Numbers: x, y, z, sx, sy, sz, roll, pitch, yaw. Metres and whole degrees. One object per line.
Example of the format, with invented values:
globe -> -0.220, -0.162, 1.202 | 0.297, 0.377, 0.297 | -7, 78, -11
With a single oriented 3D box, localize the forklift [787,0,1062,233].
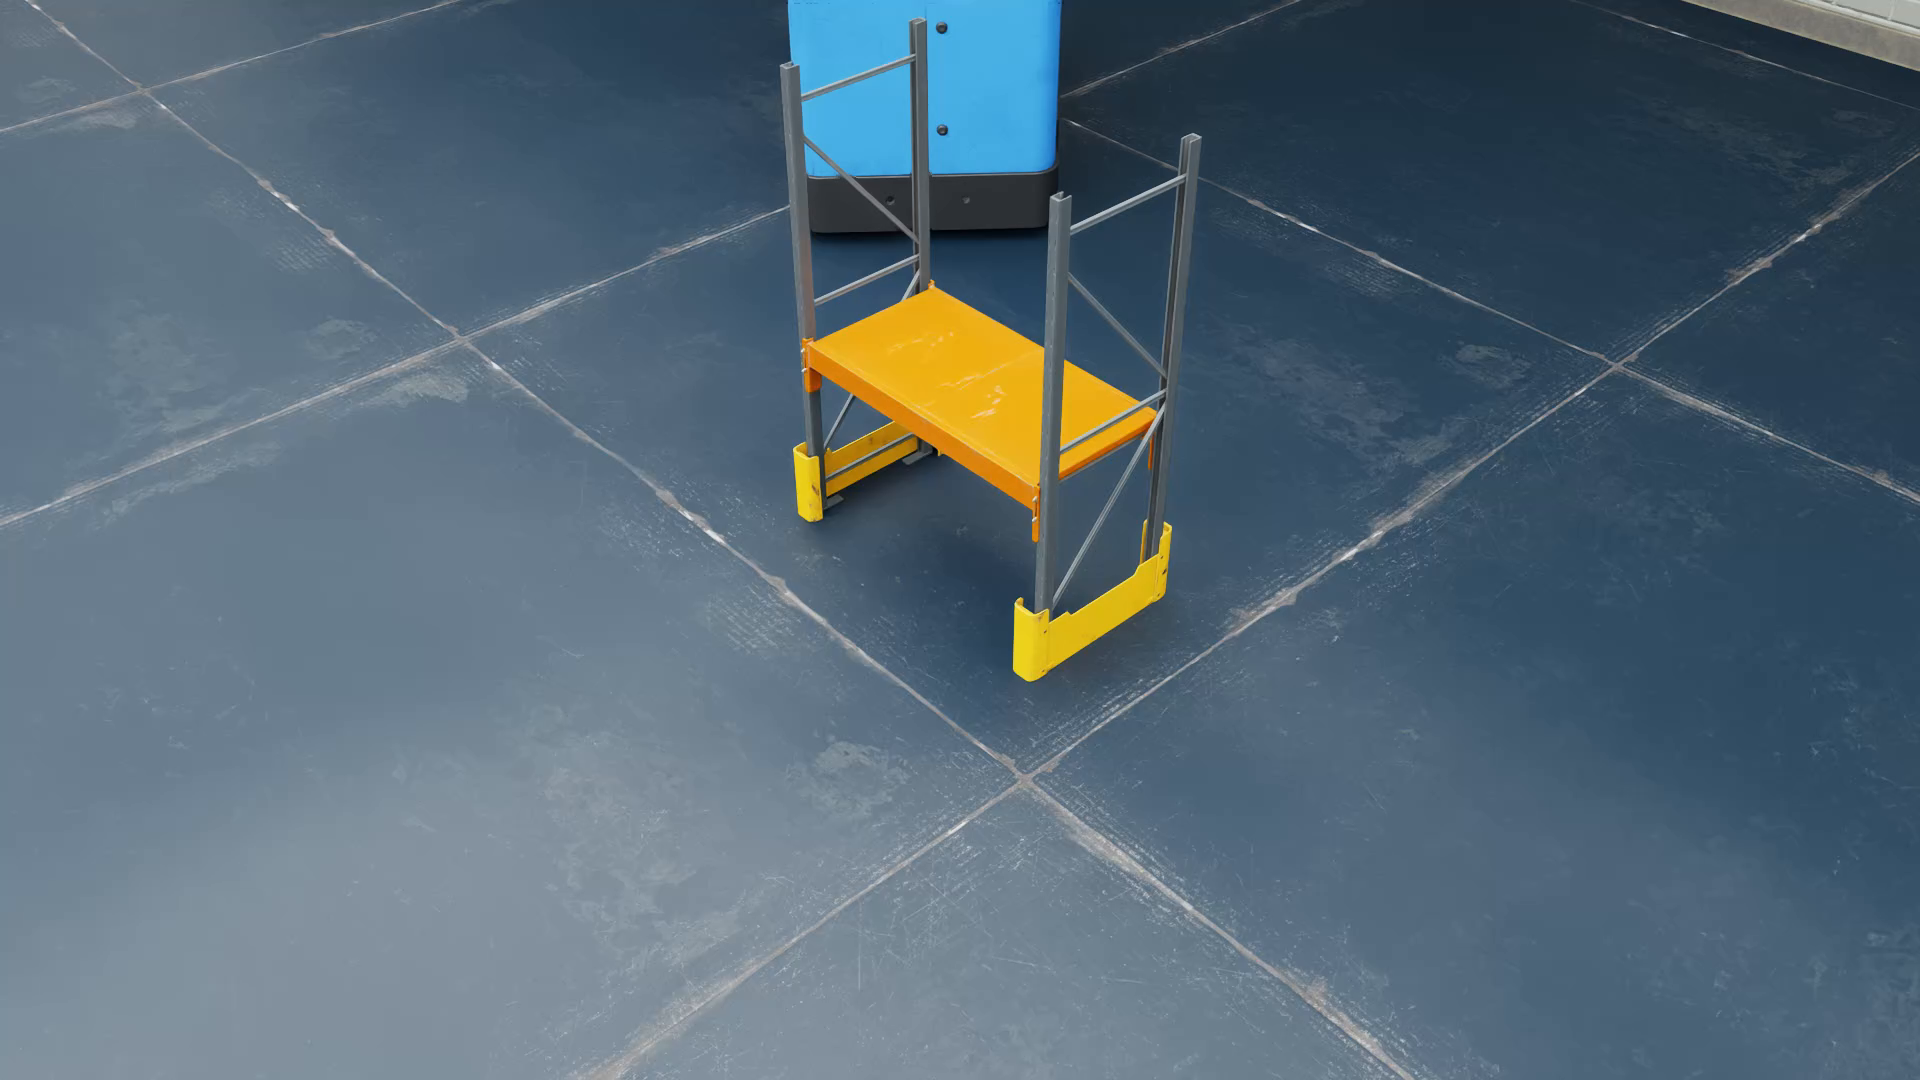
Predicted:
forklift -> -0.198, -3.276, 6.974 | 1.130, 2.935, 3.031 | -2, 39, -2

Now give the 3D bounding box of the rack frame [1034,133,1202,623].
rack frame -> 0.402, -0.309, 4.439 | 0.500, 1.500, 0.032 | -30, 48, -32

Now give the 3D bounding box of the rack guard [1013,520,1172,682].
rack guard -> 0.388, 0.169, 4.842 | 0.587, 0.250, 0.087 | -30, 48, -32

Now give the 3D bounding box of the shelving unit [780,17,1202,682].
shelving unit -> 0.052, -0.548, 4.735 | 0.587, 1.500, 1.083 | -30, 48, -32

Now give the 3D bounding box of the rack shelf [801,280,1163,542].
rack shelf -> 0.058, -0.404, 4.843 | 0.538, 0.185, 1.000 | -30, 48, -32

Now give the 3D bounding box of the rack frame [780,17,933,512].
rack frame -> -0.286, -0.779, 5.021 | 0.500, 1.500, 0.032 | -30, 48, -32

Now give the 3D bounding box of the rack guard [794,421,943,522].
rack guard -> -0.285, -0.292, 5.413 | 0.587, 0.250, 0.087 | -30, 48, -32
